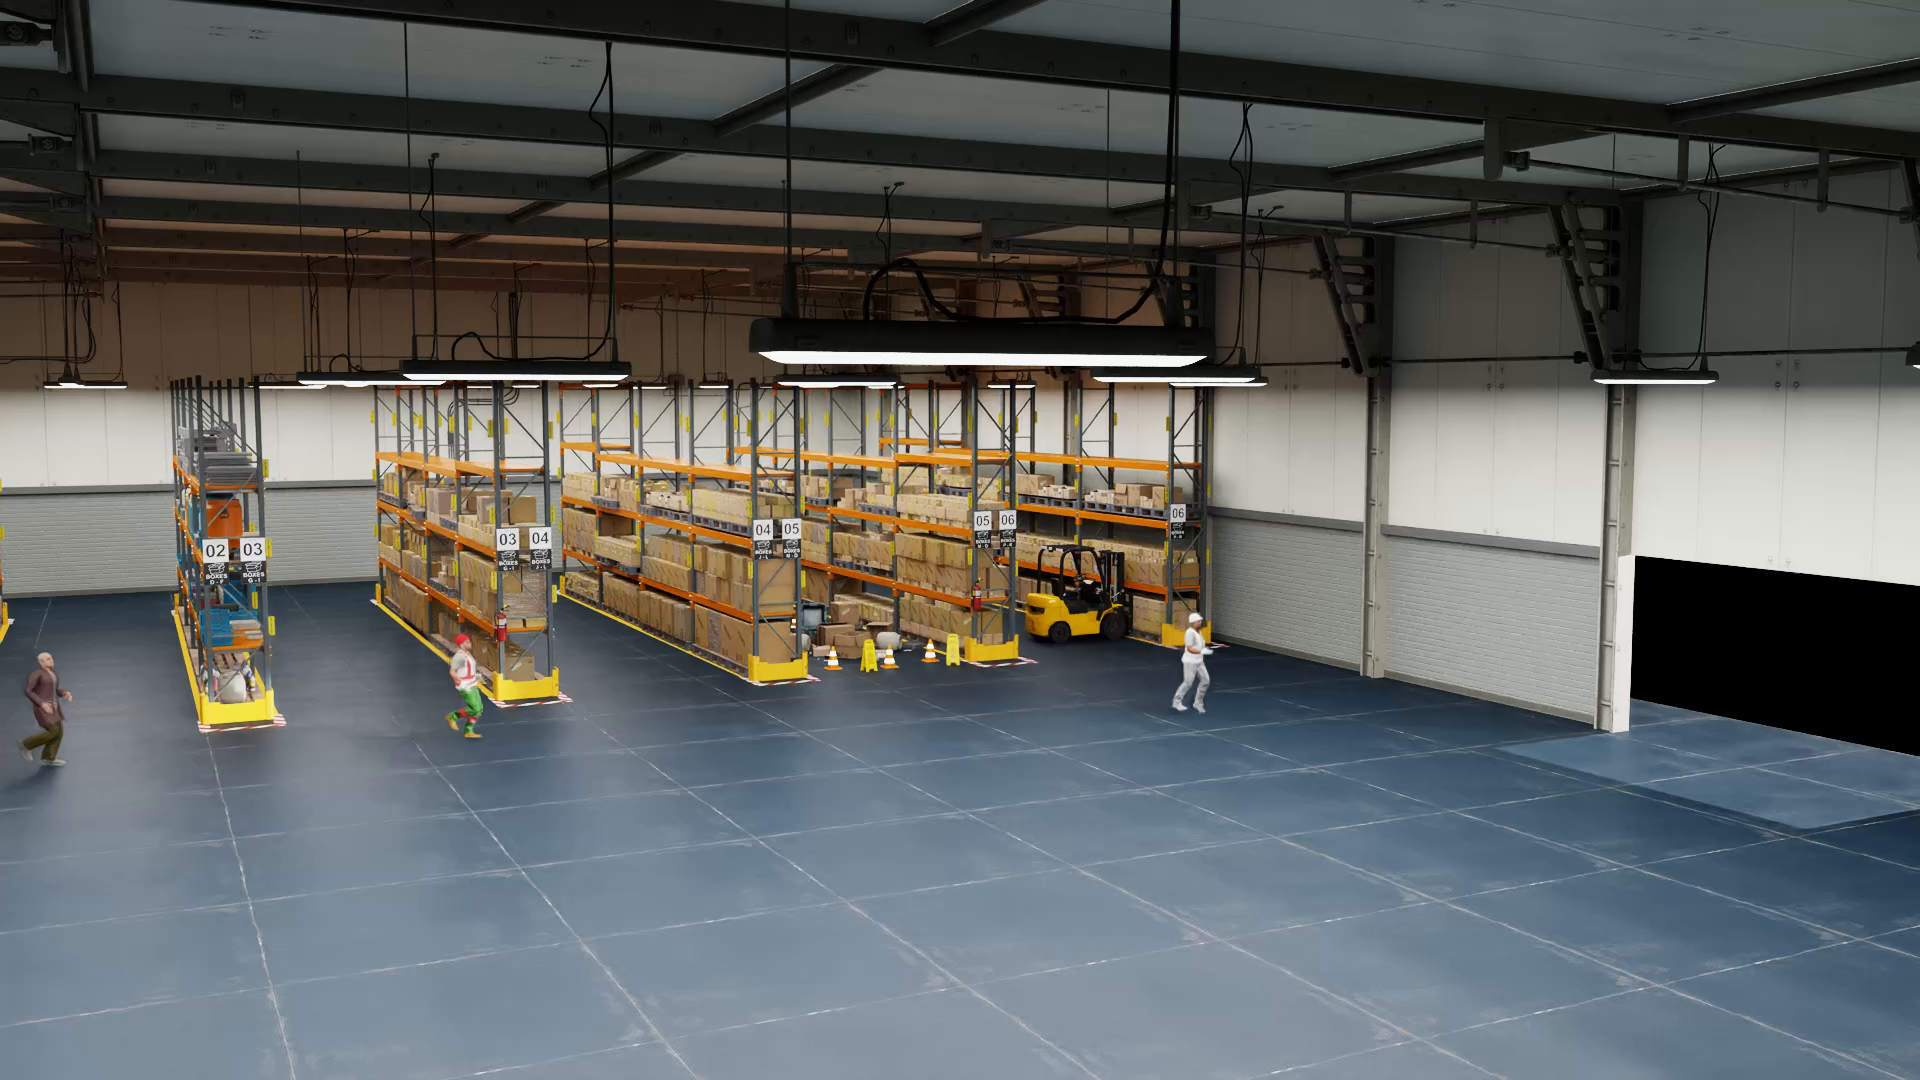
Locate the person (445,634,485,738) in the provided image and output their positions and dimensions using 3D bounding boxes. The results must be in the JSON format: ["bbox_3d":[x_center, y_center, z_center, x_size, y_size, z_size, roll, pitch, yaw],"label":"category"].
[{"bbox_3d":[-8.203,2.419,27.522,0.591,1.732,0.673,0,5,1],"label":"person"}]

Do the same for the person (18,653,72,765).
[{"bbox_3d":[-14.048,2.592,25.534,0.687,1.750,0.705,0,5,-2],"label":"person"}]

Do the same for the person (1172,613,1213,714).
[{"bbox_3d":[4.170,2.220,29.616,0.761,1.852,0.700,3,6,28],"label":"person"}]
